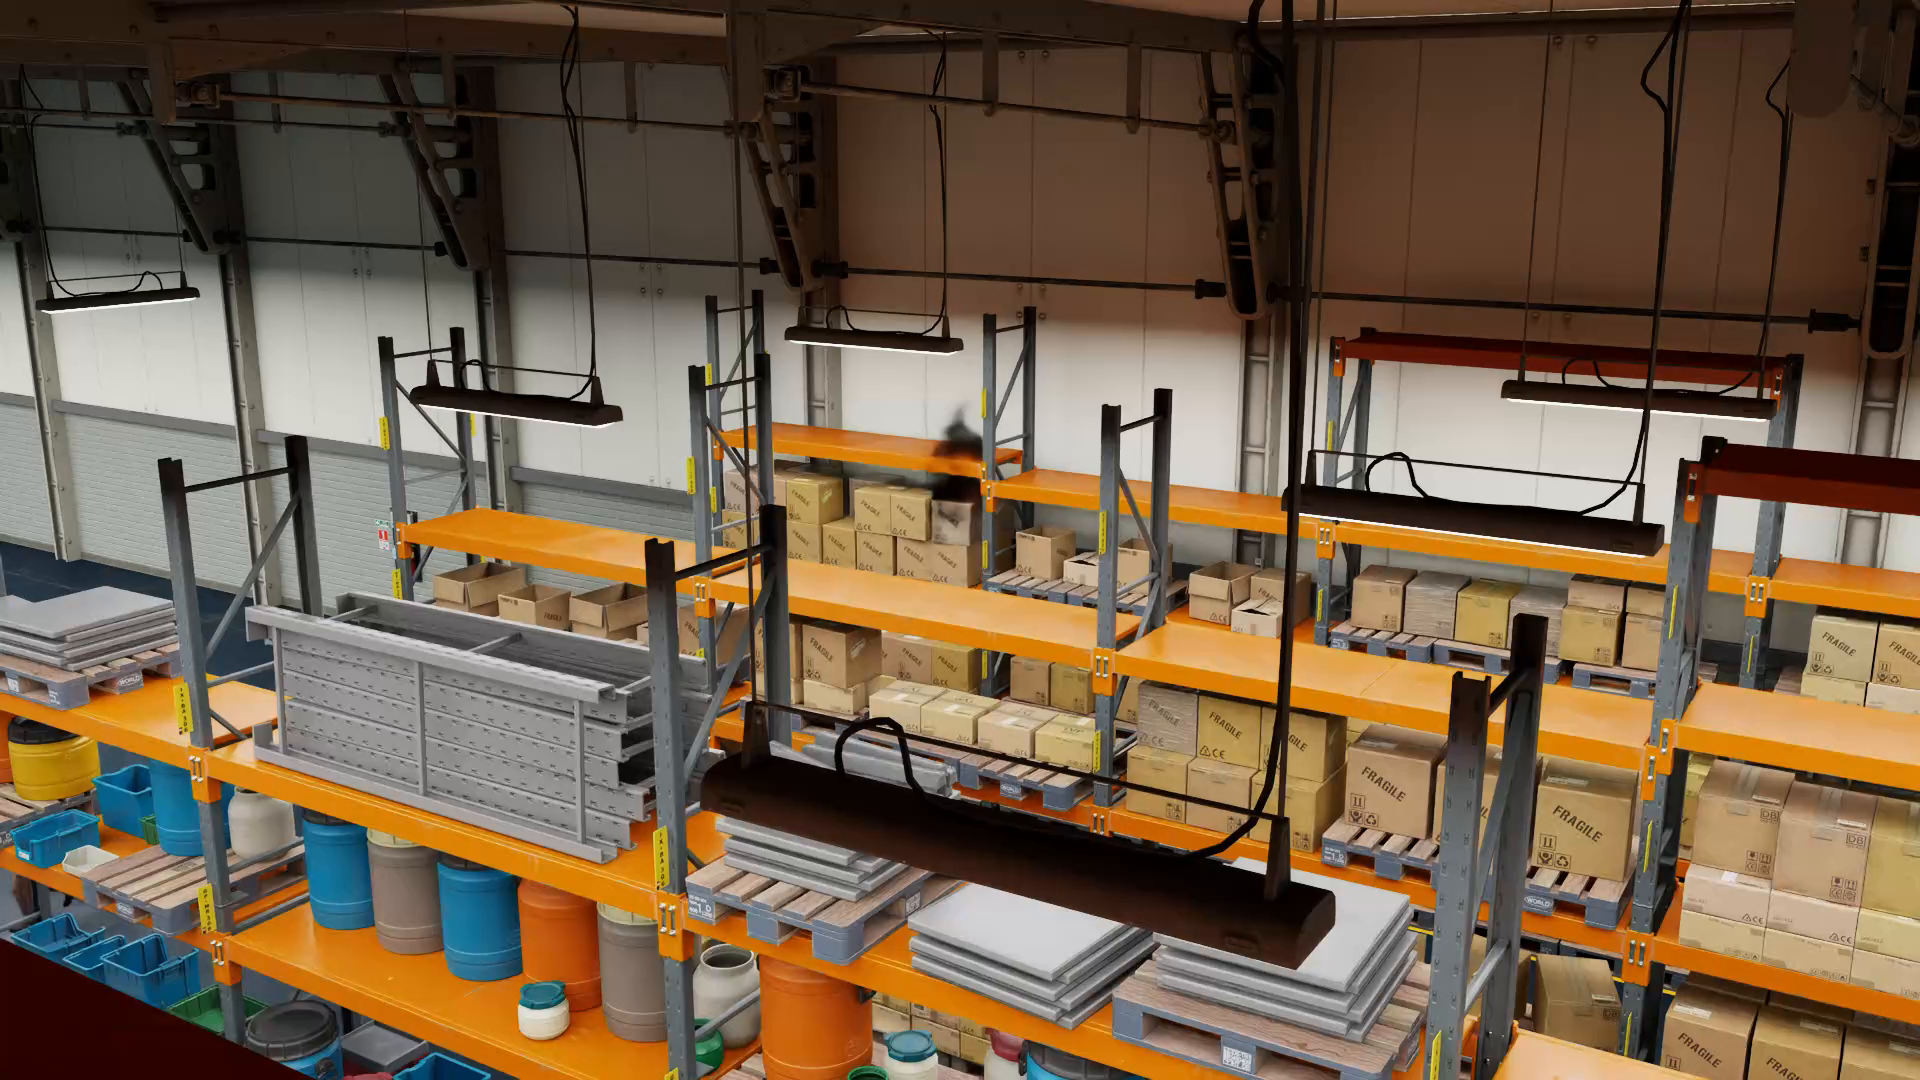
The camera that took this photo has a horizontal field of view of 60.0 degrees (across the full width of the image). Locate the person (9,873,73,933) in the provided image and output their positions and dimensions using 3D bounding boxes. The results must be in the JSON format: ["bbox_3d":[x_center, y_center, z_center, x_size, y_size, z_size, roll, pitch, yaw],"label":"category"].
[{"bbox_3d":[-9.432,3.150,16.988,0.725,1.687,0.667,-12,18,-39],"label":"person"}]
